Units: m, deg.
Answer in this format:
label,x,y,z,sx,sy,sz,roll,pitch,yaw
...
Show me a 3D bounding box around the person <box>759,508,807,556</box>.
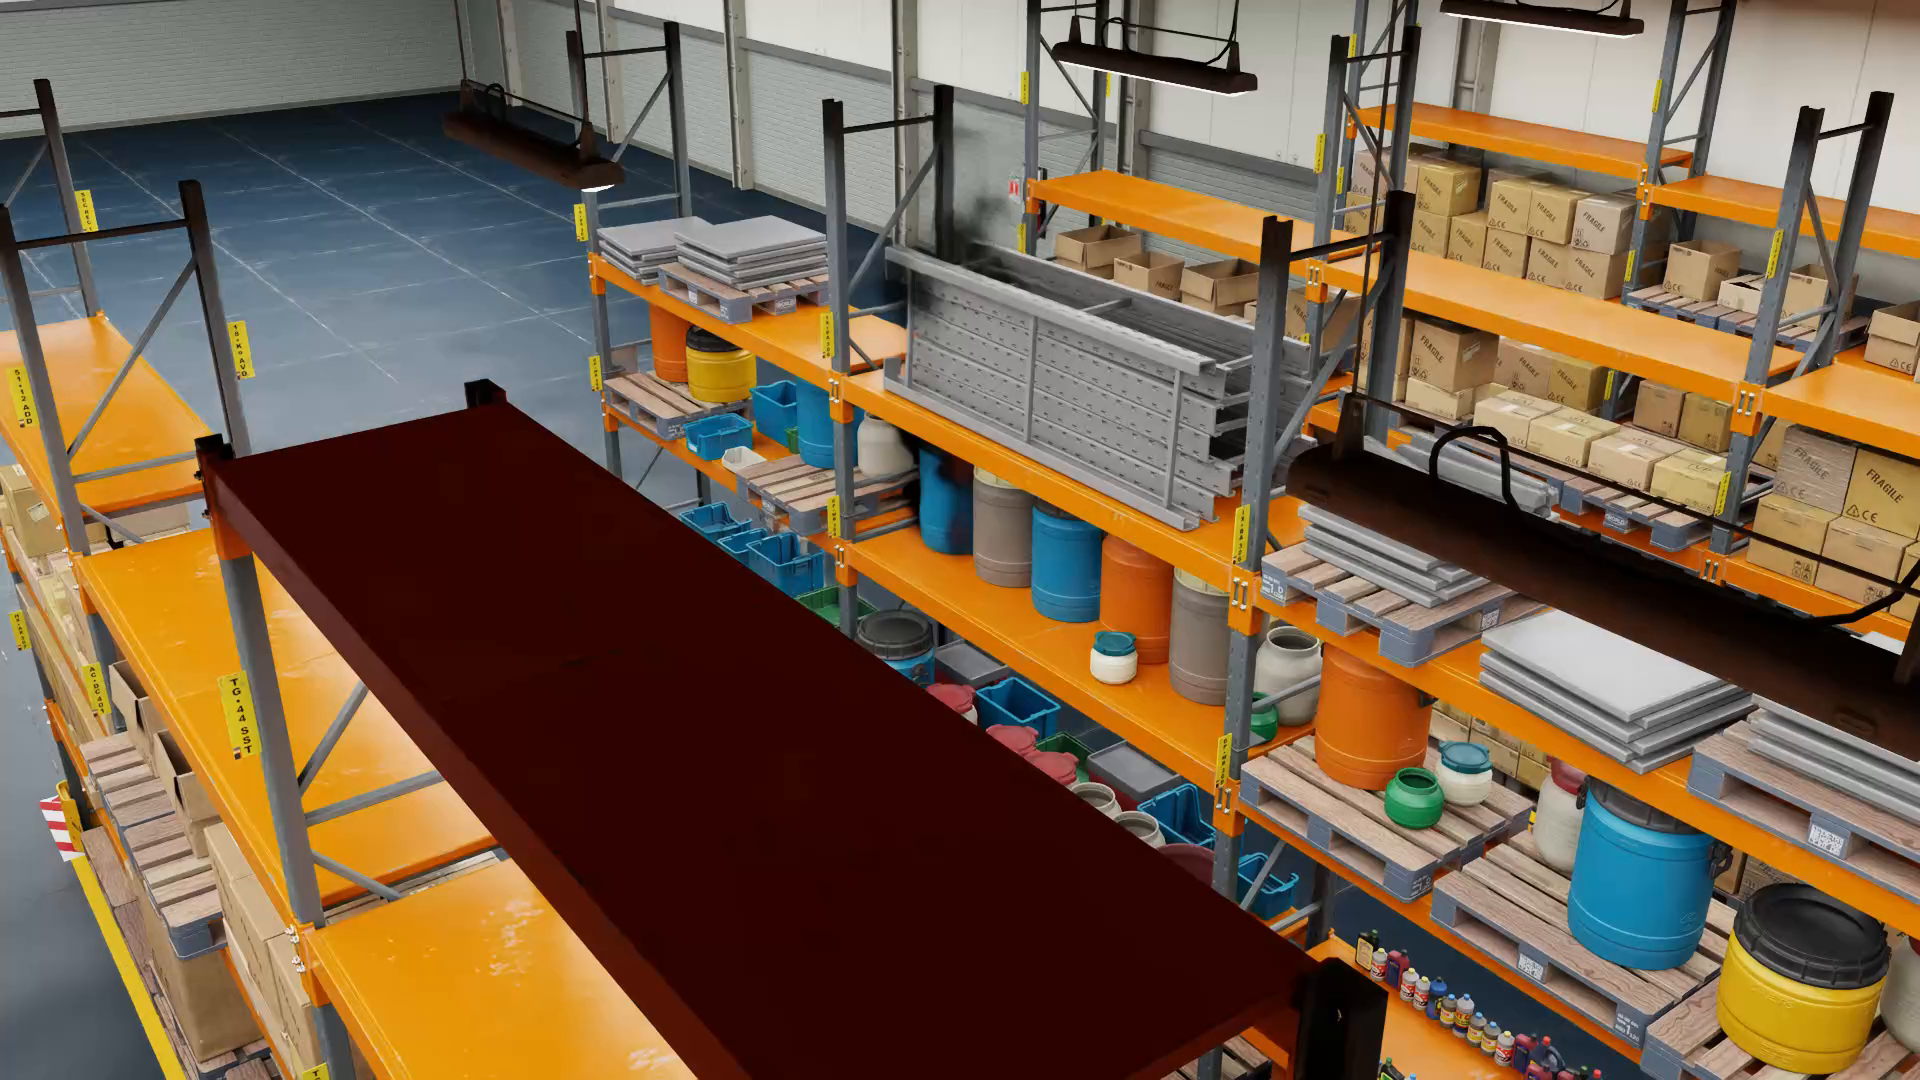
label,x,y,z,sx,sy,sz,roll,pitch,yaw
person,-1.760,-0.056,17.020,0.941,1.812,0.690,20,31,36
